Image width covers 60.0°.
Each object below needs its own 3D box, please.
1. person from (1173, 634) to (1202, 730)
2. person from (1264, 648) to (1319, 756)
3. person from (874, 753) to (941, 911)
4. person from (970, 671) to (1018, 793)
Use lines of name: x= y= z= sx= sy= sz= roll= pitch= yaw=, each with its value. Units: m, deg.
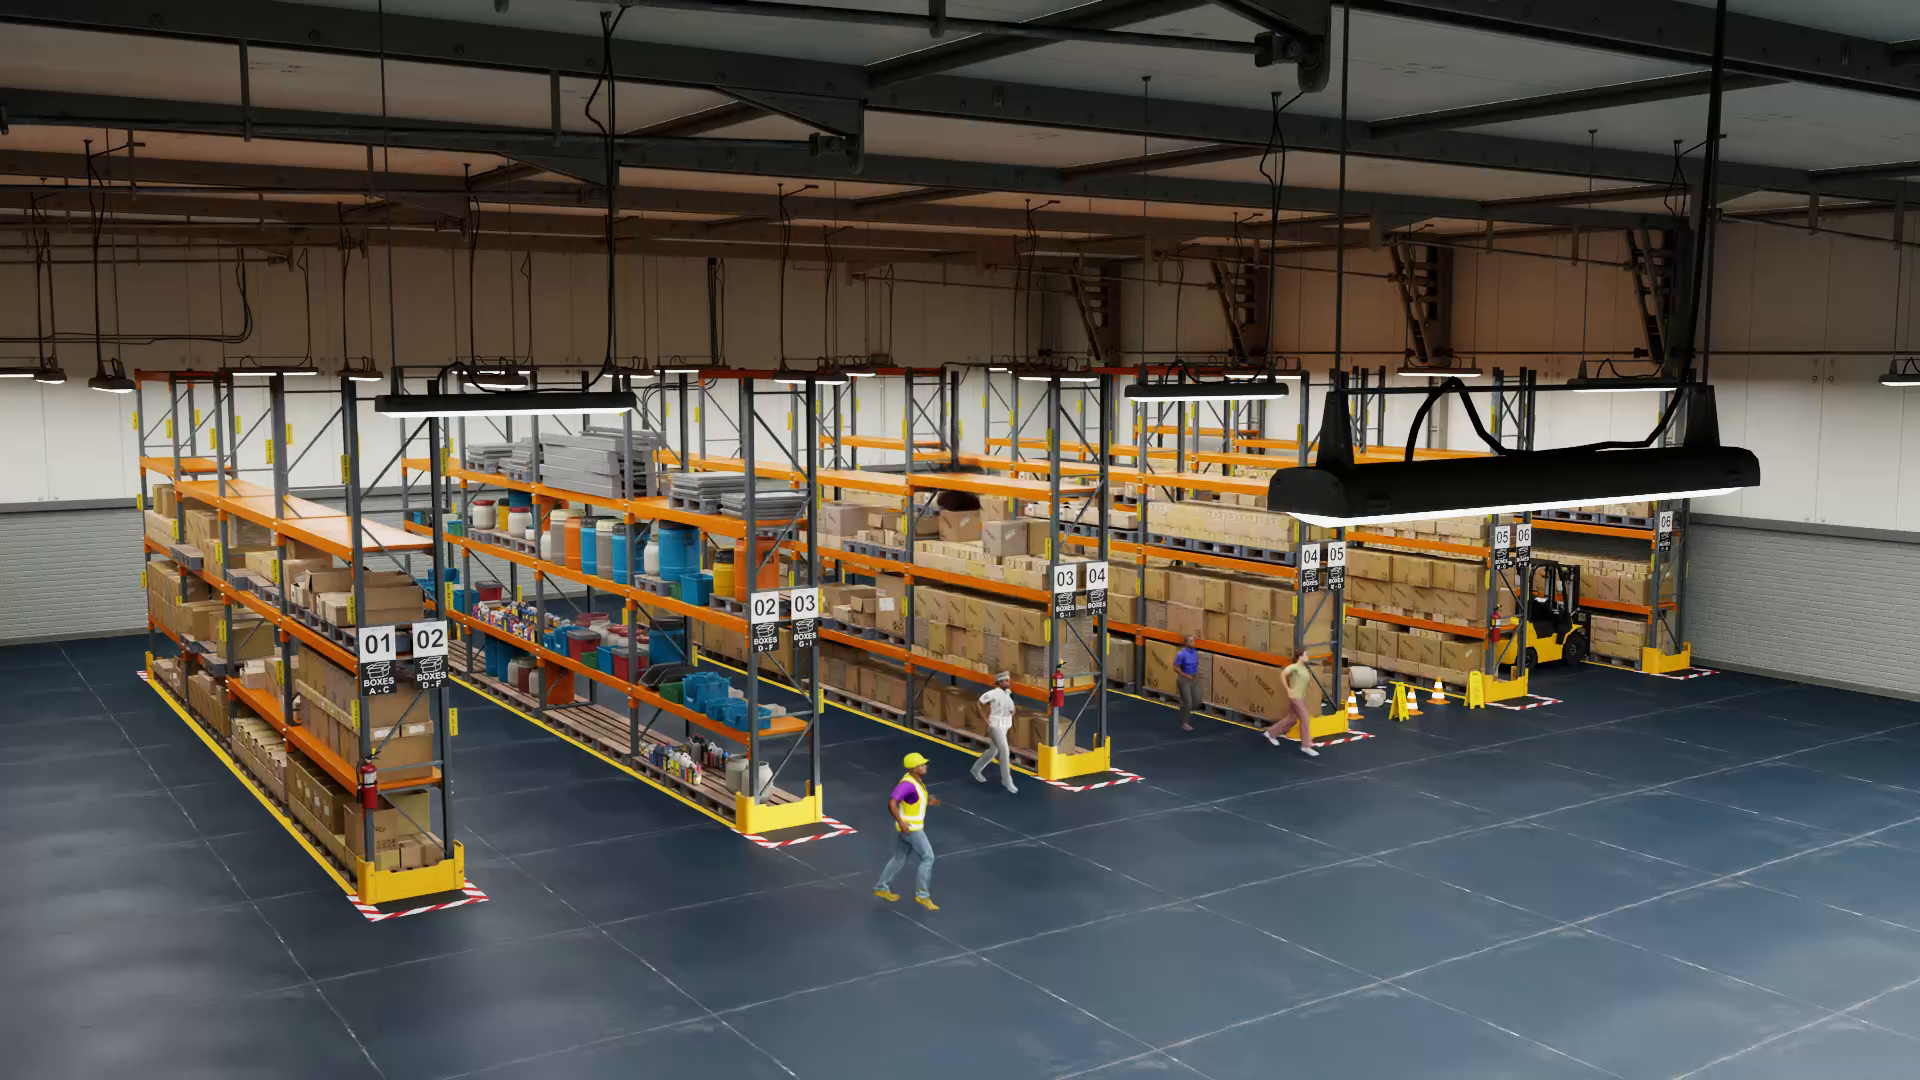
person: x=3.828 y=2.385 z=27.888 sx=0.593 sy=1.618 sz=0.525 roll=-5 pitch=8 yaw=-38
person: x=5.335 y=2.530 z=26.465 sx=0.944 sy=1.656 sz=0.606 roll=4 pitch=7 yaw=29
person: x=-0.595 y=3.316 z=18.996 sx=0.785 sy=1.821 sz=0.686 roll=-1 pitch=6 yaw=-6
person: x=0.586 y=2.752 z=24.280 sx=0.891 sy=1.701 sz=0.601 roll=4 pitch=8 yaw=33
